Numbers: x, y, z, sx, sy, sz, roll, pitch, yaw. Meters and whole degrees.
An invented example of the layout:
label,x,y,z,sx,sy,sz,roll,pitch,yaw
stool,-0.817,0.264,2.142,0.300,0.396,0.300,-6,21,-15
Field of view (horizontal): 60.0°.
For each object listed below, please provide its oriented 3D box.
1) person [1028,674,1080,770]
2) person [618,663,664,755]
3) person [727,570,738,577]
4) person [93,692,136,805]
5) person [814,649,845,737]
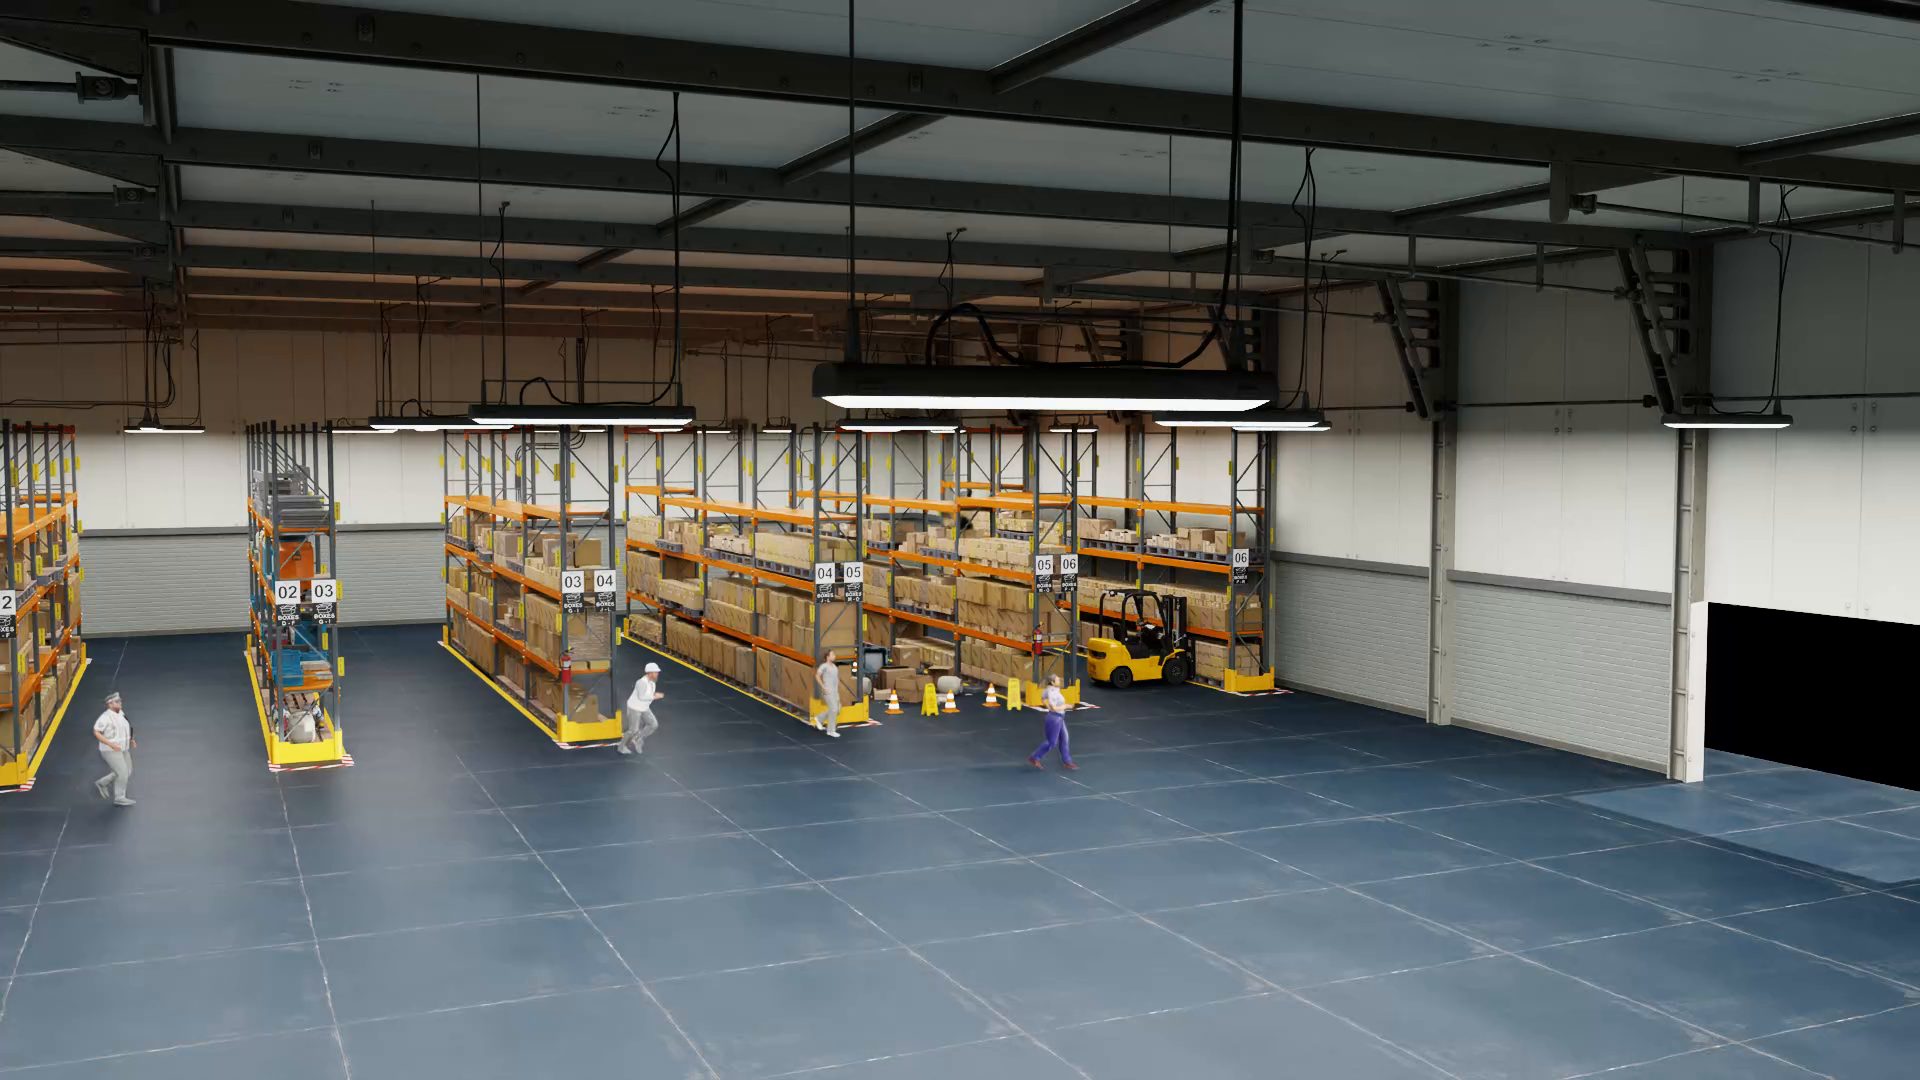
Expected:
label,x,y,z,sx,sy,sz,roll,pitch,yaw
person,1.605,3.103,28.327,0.880,1.647,0.608,0,4,6
person,-5.691,3.022,29.778,0.914,1.677,0.678,1,4,16
person,-6.827,1.696,50.418,0.910,1.817,0.712,-1,4,-18
person,-13.148,3.233,25.790,0.665,1.753,0.688,0,4,4
person,-2.505,2.925,31.916,0.621,1.650,0.622,2,4,30
